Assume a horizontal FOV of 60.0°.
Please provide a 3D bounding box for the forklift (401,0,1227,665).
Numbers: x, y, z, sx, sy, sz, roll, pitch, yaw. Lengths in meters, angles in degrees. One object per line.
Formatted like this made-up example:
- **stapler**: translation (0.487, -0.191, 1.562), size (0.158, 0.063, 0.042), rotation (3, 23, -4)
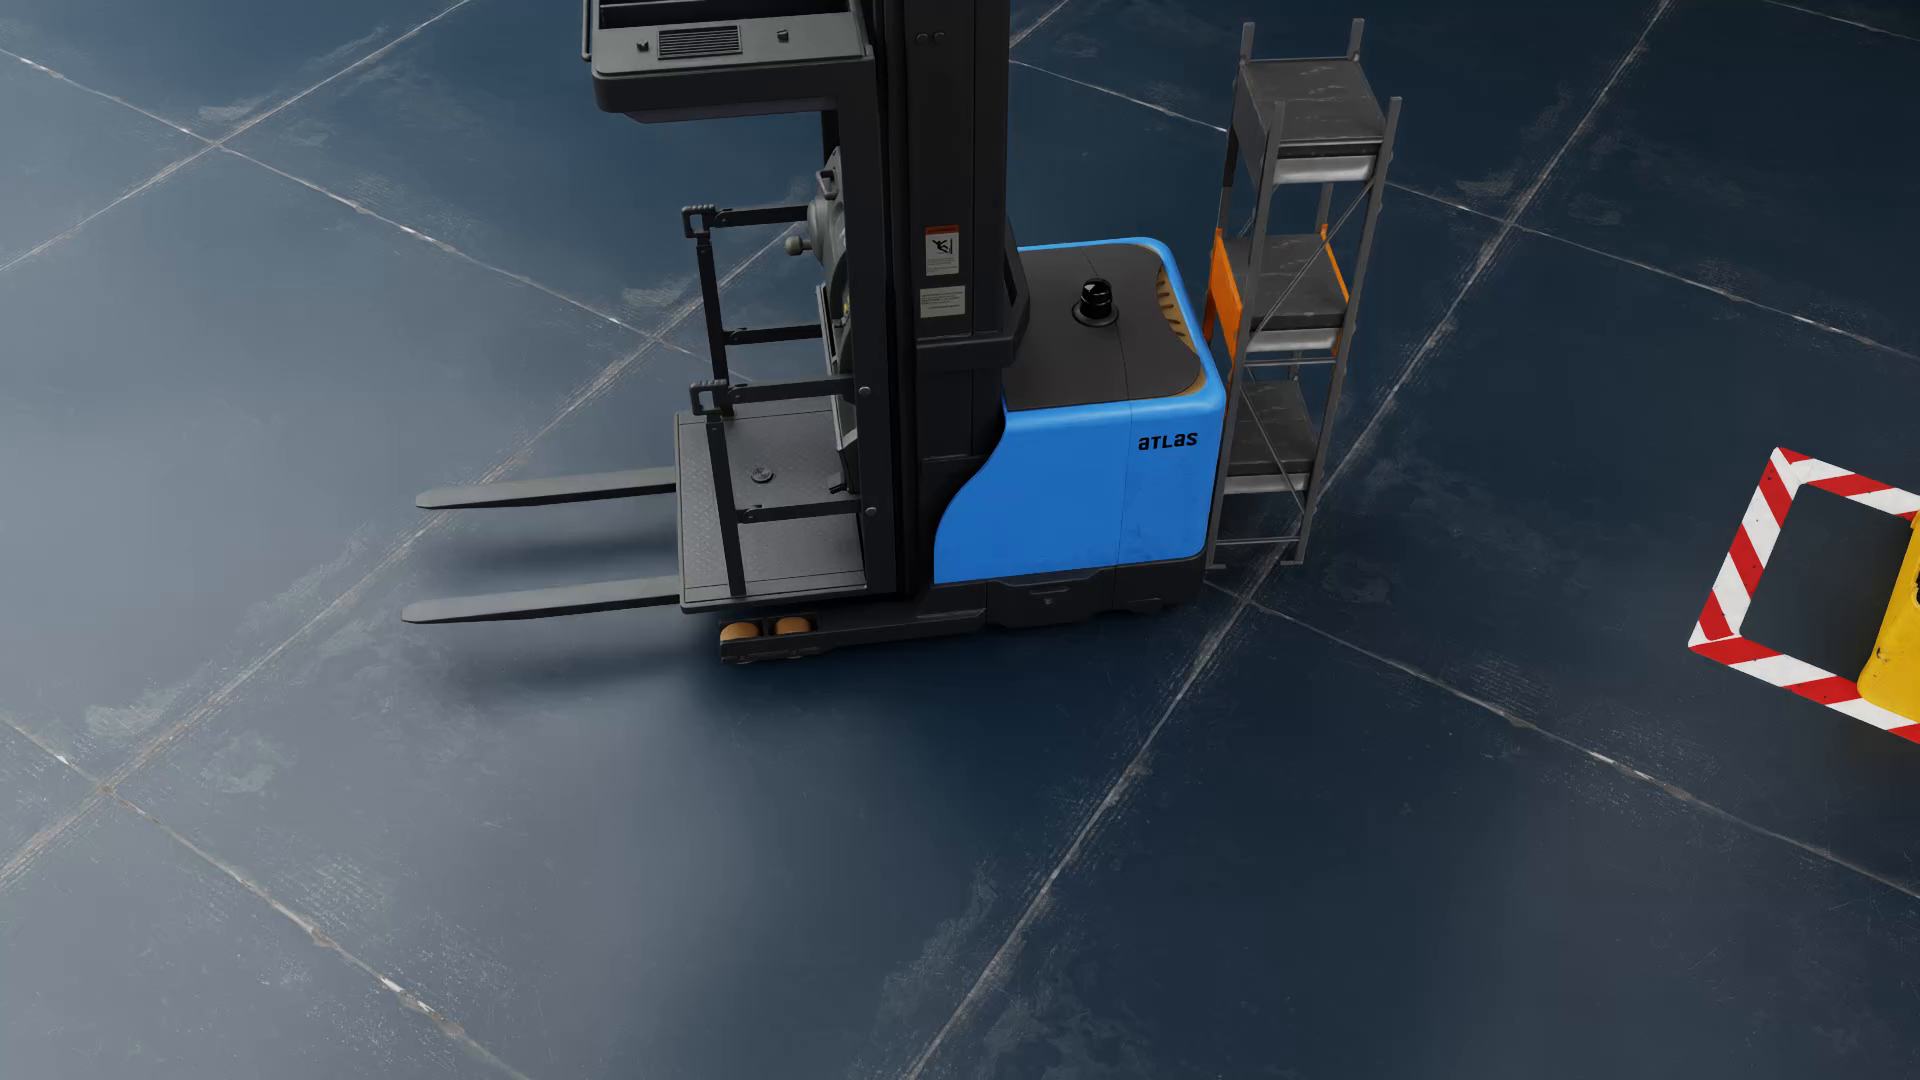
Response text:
- **forklift**: translation (-0.616, -0.959, 5.638), size (3.031, 2.935, 1.130), rotation (-6, 46, -6)

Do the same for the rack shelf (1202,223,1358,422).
- **rack shelf**: translation (1.153, -0.793, 6.076), size (0.431, 0.518, 0.480), rotation (-3, 46, -3)

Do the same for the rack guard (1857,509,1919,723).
- **rack guard**: translation (3.783, 0.120, 6.285), size (0.348, 0.500, 1.175), rotation (25, 51, 22)

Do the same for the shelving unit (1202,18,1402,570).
- **shelving unit**: translation (1.153, -0.803, 6.066), size (0.431, 2.100, 0.503), rotation (-3, 46, -3)

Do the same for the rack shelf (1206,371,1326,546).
- **rack shelf**: translation (1.153, -0.305, 6.578), size (0.431, 0.518, 0.480), rotation (-3, 46, -3)

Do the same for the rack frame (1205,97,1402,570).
- **rack frame**: translation (1.170, -0.628, 5.896), size (0.400, 2.100, 0.015), rotation (-3, 46, -3)

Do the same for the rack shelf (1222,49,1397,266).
- **rack shelf**: translation (1.153, -1.281, 5.574), size (0.431, 0.518, 0.480), rotation (-3, 46, -3)

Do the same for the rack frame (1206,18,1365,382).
- **rack frame**: translation (1.135, -0.977, 6.235), size (0.400, 2.100, 0.015), rotation (-3, 46, -3)
